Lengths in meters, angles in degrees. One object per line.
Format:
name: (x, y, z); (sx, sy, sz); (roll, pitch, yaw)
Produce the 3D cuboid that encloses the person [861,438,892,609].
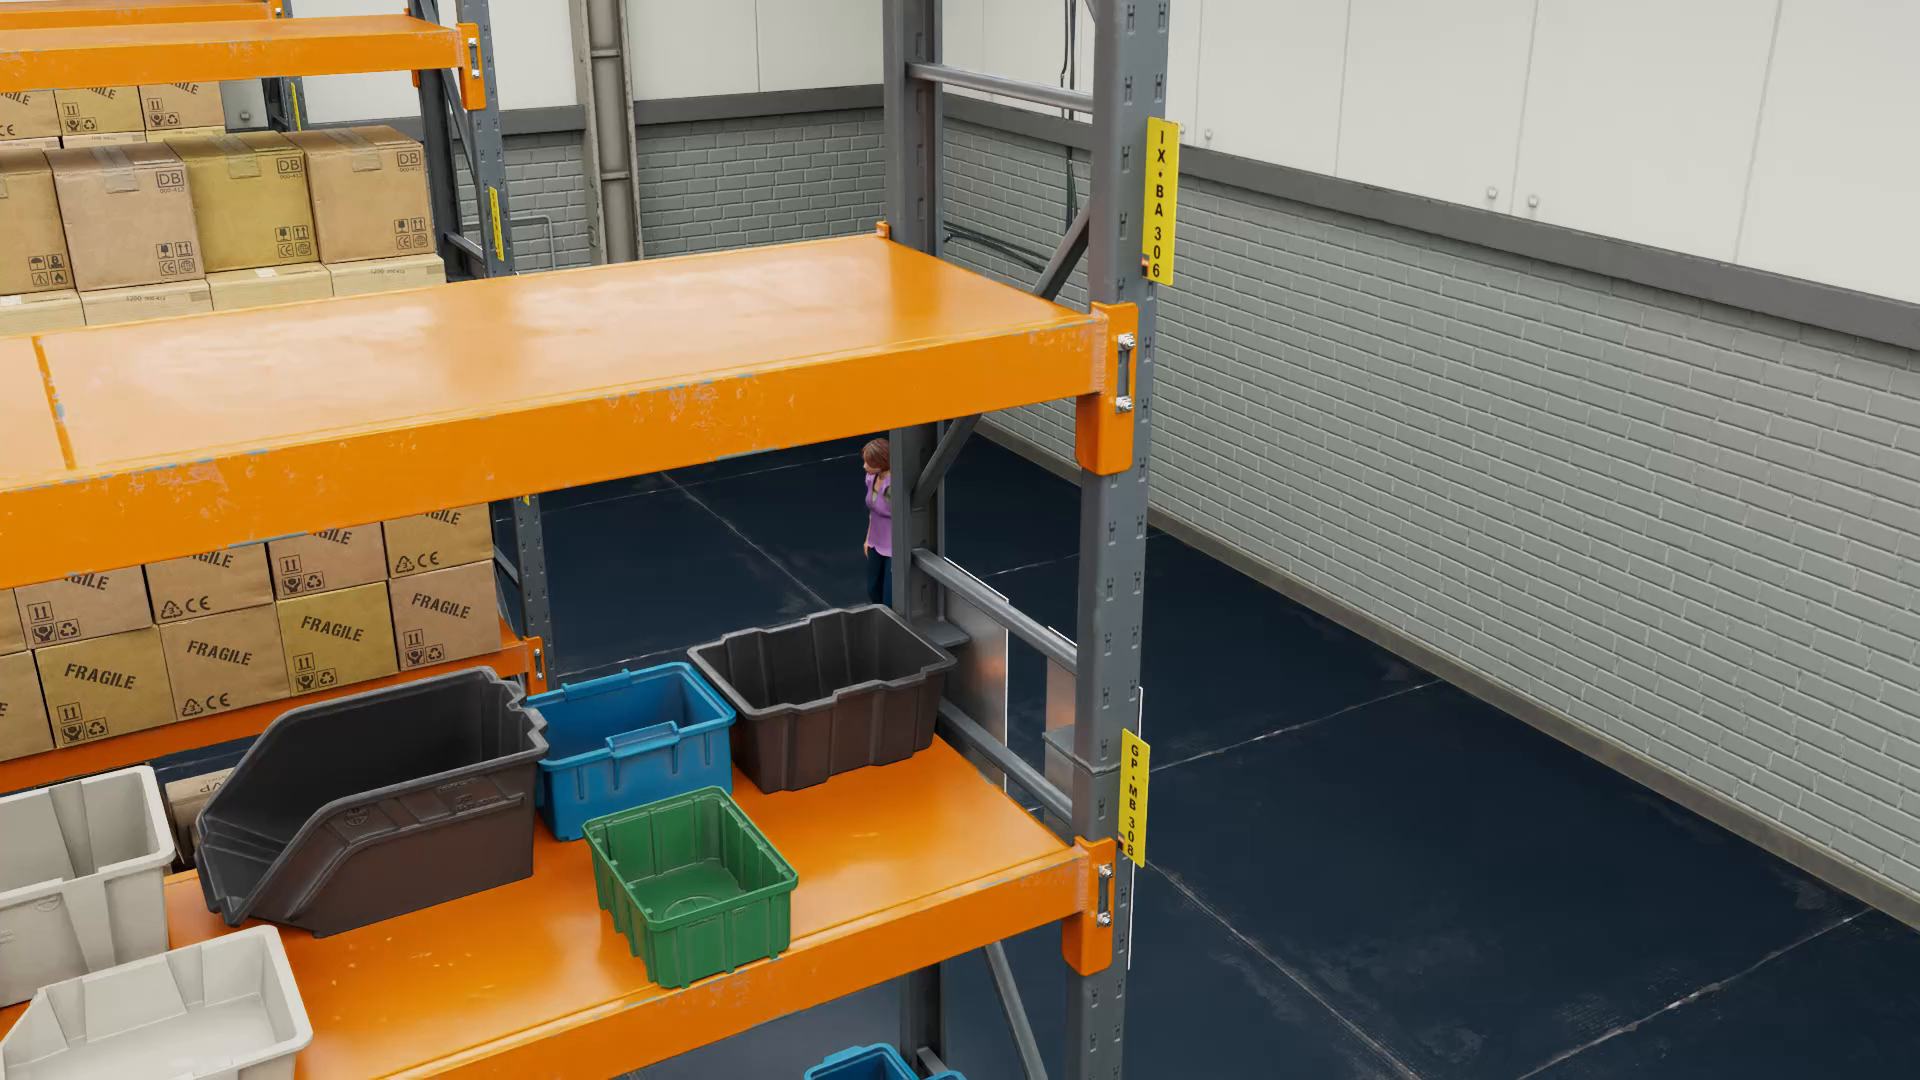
person: (-0.476, 0.080, 10.908); (0.350, 1.592, 0.468); (-13, 25, -29)
